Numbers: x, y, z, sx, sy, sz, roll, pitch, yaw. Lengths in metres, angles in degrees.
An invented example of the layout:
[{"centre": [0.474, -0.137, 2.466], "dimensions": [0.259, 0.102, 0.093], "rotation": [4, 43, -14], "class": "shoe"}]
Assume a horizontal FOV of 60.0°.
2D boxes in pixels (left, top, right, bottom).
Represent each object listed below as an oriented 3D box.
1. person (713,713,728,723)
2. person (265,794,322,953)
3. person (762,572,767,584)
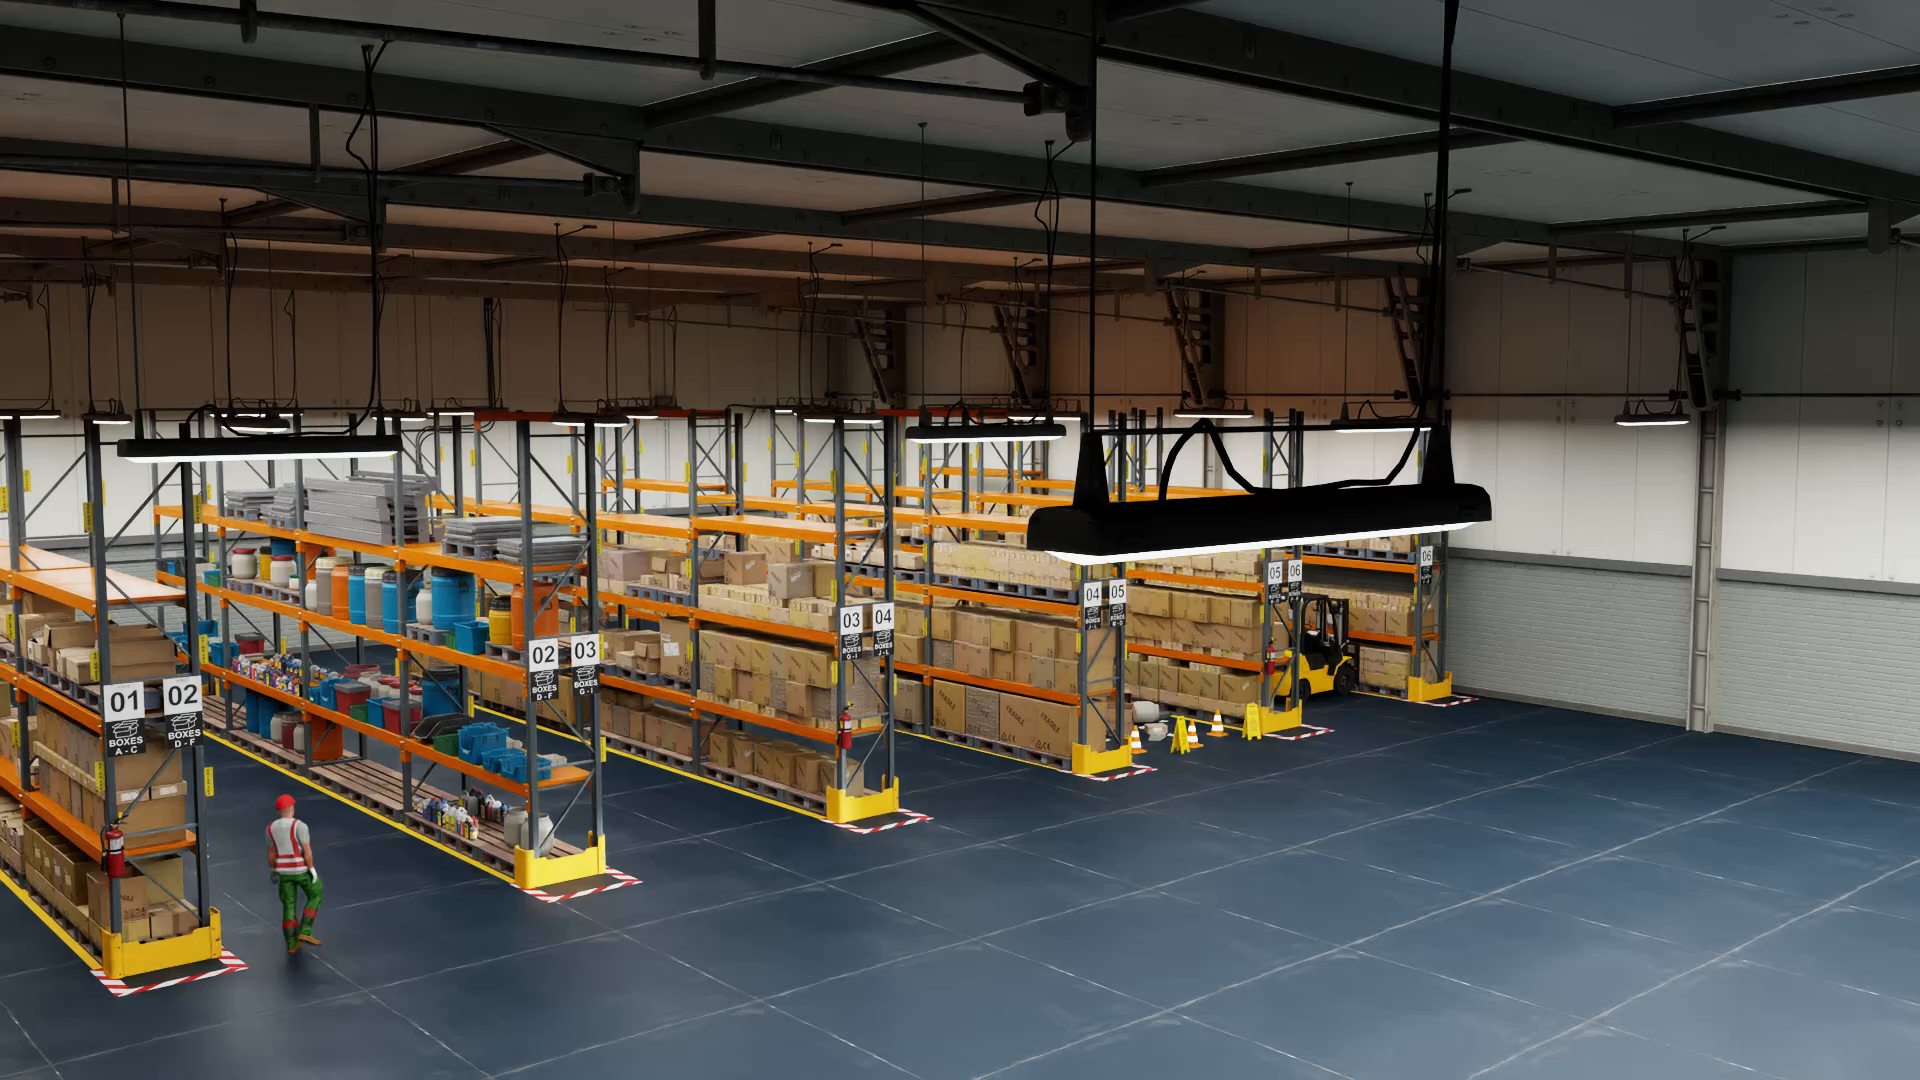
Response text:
[{"centre": [-4.674, 2.746, 32.279], "dimensions": [0.589, 1.536, 0.528], "rotation": [4, 6, 37], "class": "person"}, {"centre": [-7.583, 3.774, 18.904], "dimensions": [0.656, 1.766, 0.455], "rotation": [0, 5, 2], "class": "person"}, {"centre": [-5.793, 1.296, 47.656], "dimensions": [0.588, 1.768, 0.449], "rotation": [2, 5, 23], "class": "person"}]
